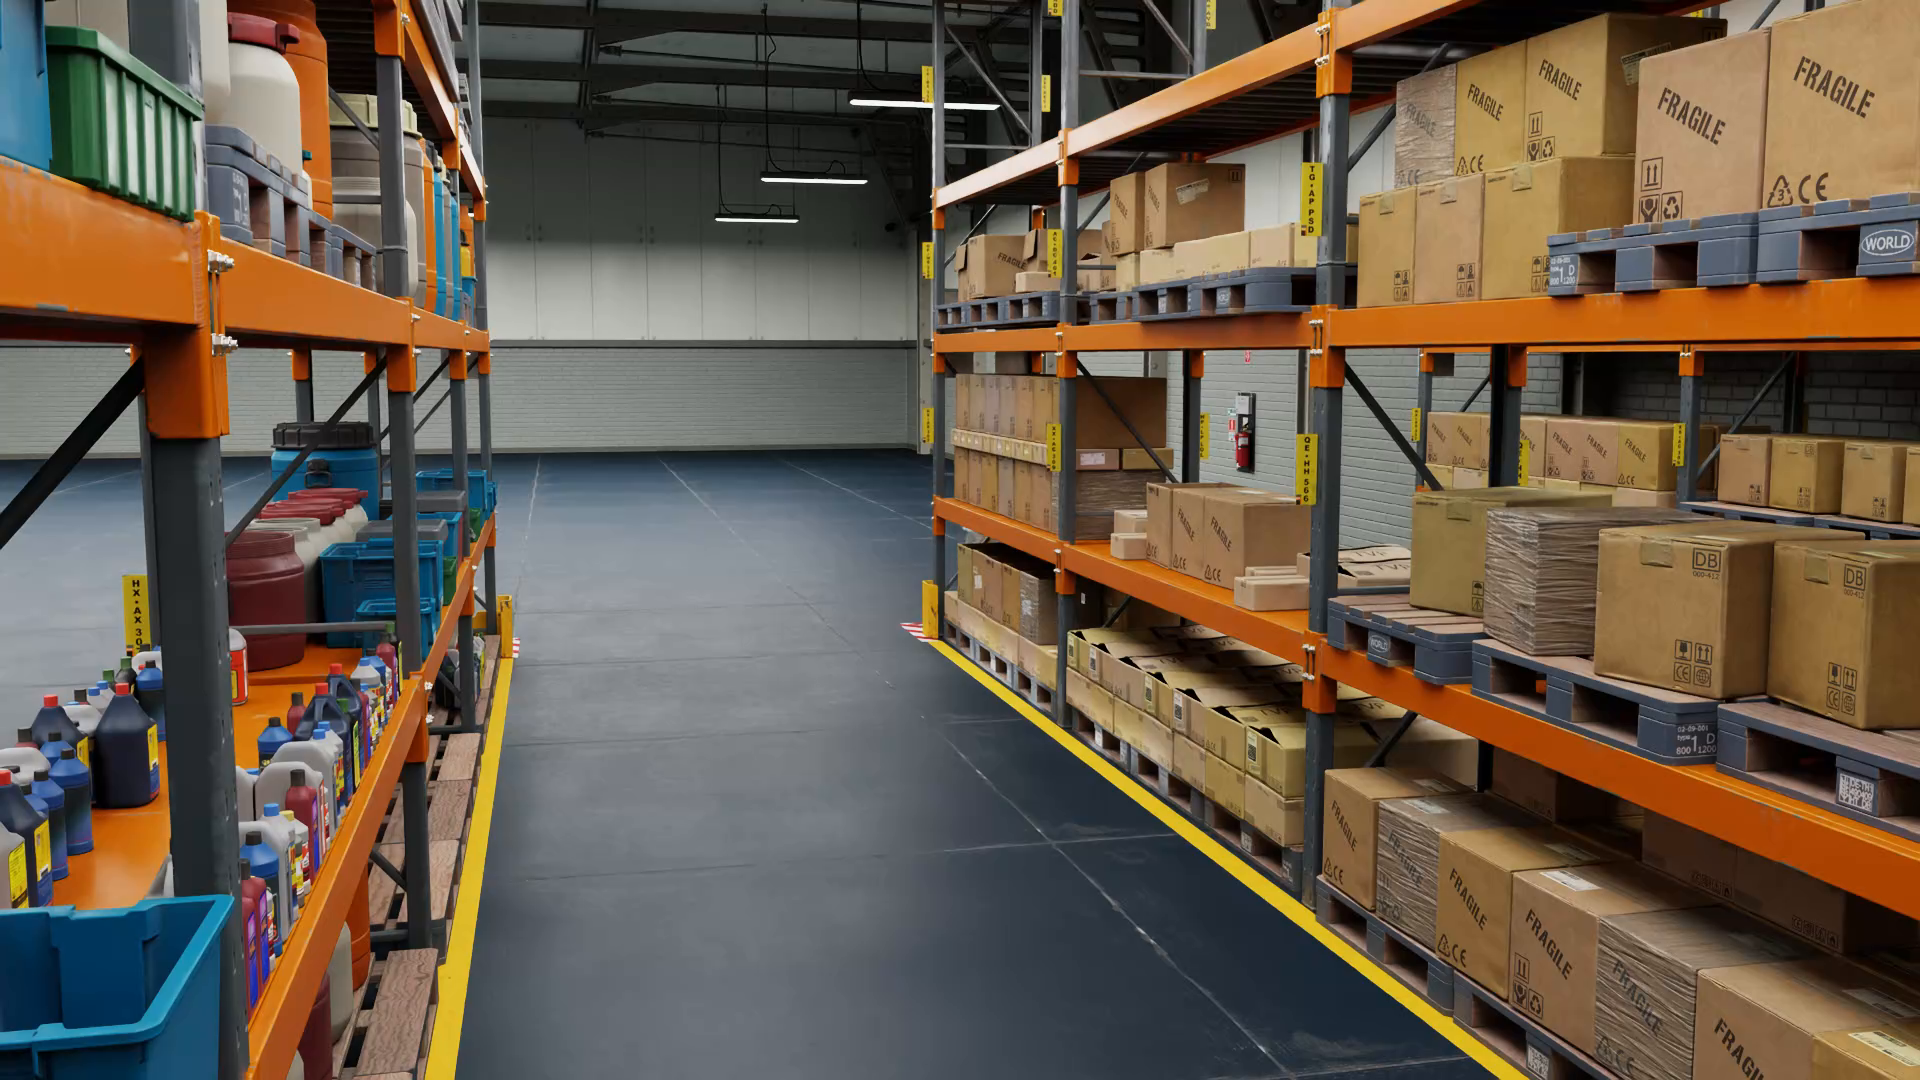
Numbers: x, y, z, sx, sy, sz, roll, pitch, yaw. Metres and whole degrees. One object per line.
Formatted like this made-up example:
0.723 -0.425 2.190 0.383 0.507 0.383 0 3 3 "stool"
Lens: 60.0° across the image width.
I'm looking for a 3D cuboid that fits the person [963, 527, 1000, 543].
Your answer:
0.232 -0.068 16.747 0.378 1.663 0.535 -3 7 -27 "person"
